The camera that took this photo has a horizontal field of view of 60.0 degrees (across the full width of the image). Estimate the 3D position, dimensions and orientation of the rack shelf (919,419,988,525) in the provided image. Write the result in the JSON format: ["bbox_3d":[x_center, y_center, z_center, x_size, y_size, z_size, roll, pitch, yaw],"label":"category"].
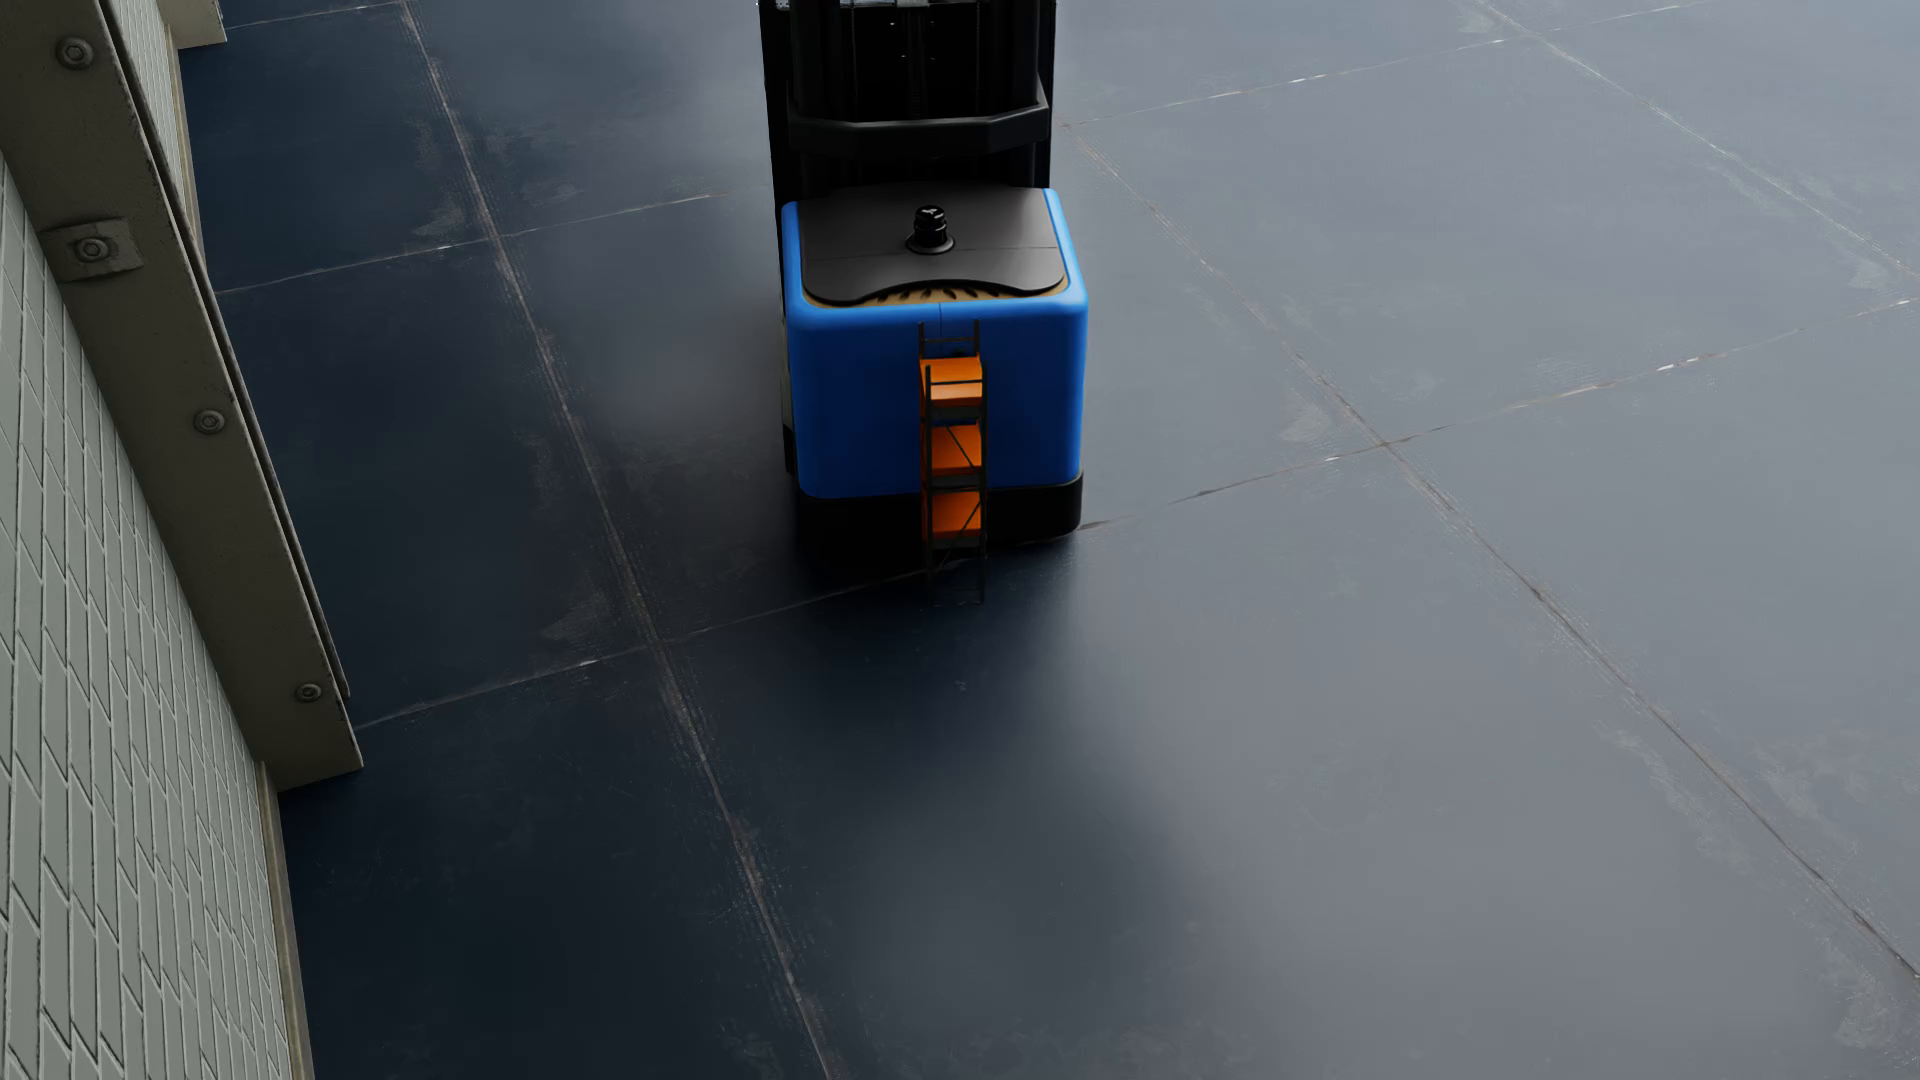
[{"bbox_3d":[-0.024,-0.235,5.734,0.215,0.259,0.240,-4,41,-5],"label":"rack shelf"}]

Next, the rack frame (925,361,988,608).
[{"bbox_3d":[-0.011,-0.163,5.635,0.200,1.050,0.008,-4,41,-5],"label":"rack frame"}]

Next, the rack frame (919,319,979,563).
[{"bbox_3d":[-0.036,-0.322,5.819,0.200,1.050,0.008,-4,41,-5],"label":"rack frame"}]

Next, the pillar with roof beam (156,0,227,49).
[{"bbox_3d":[-0.471,-7.443,8.004,9.100,9.000,0.400,-15,43,-17],"label":"pillar with roof beam"}]

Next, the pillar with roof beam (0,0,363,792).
[{"bbox_3d":[1.825,-3.829,3.800,9.100,9.000,0.400,-15,43,-17],"label":"pillar with roof beam"}]

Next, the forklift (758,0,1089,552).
[{"bbox_3d":[-0.217,-2.023,6.354,1.130,2.935,3.031,-4,41,-5],"label":"forklift"}]

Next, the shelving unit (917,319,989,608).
[{"bbox_3d":[-0.024,-0.243,5.727,0.215,1.050,0.252,-4,41,-5],"label":"shelving unit"}]

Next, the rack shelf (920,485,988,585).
[{"bbox_3d":[-0.024,-0.024,5.915,0.215,0.259,0.240,-4,41,-5],"label":"rack shelf"}]

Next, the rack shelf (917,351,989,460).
[{"bbox_3d":[-0.024,-0.450,5.549,0.215,0.259,0.240,-4,41,-5],"label":"rack shelf"}]
